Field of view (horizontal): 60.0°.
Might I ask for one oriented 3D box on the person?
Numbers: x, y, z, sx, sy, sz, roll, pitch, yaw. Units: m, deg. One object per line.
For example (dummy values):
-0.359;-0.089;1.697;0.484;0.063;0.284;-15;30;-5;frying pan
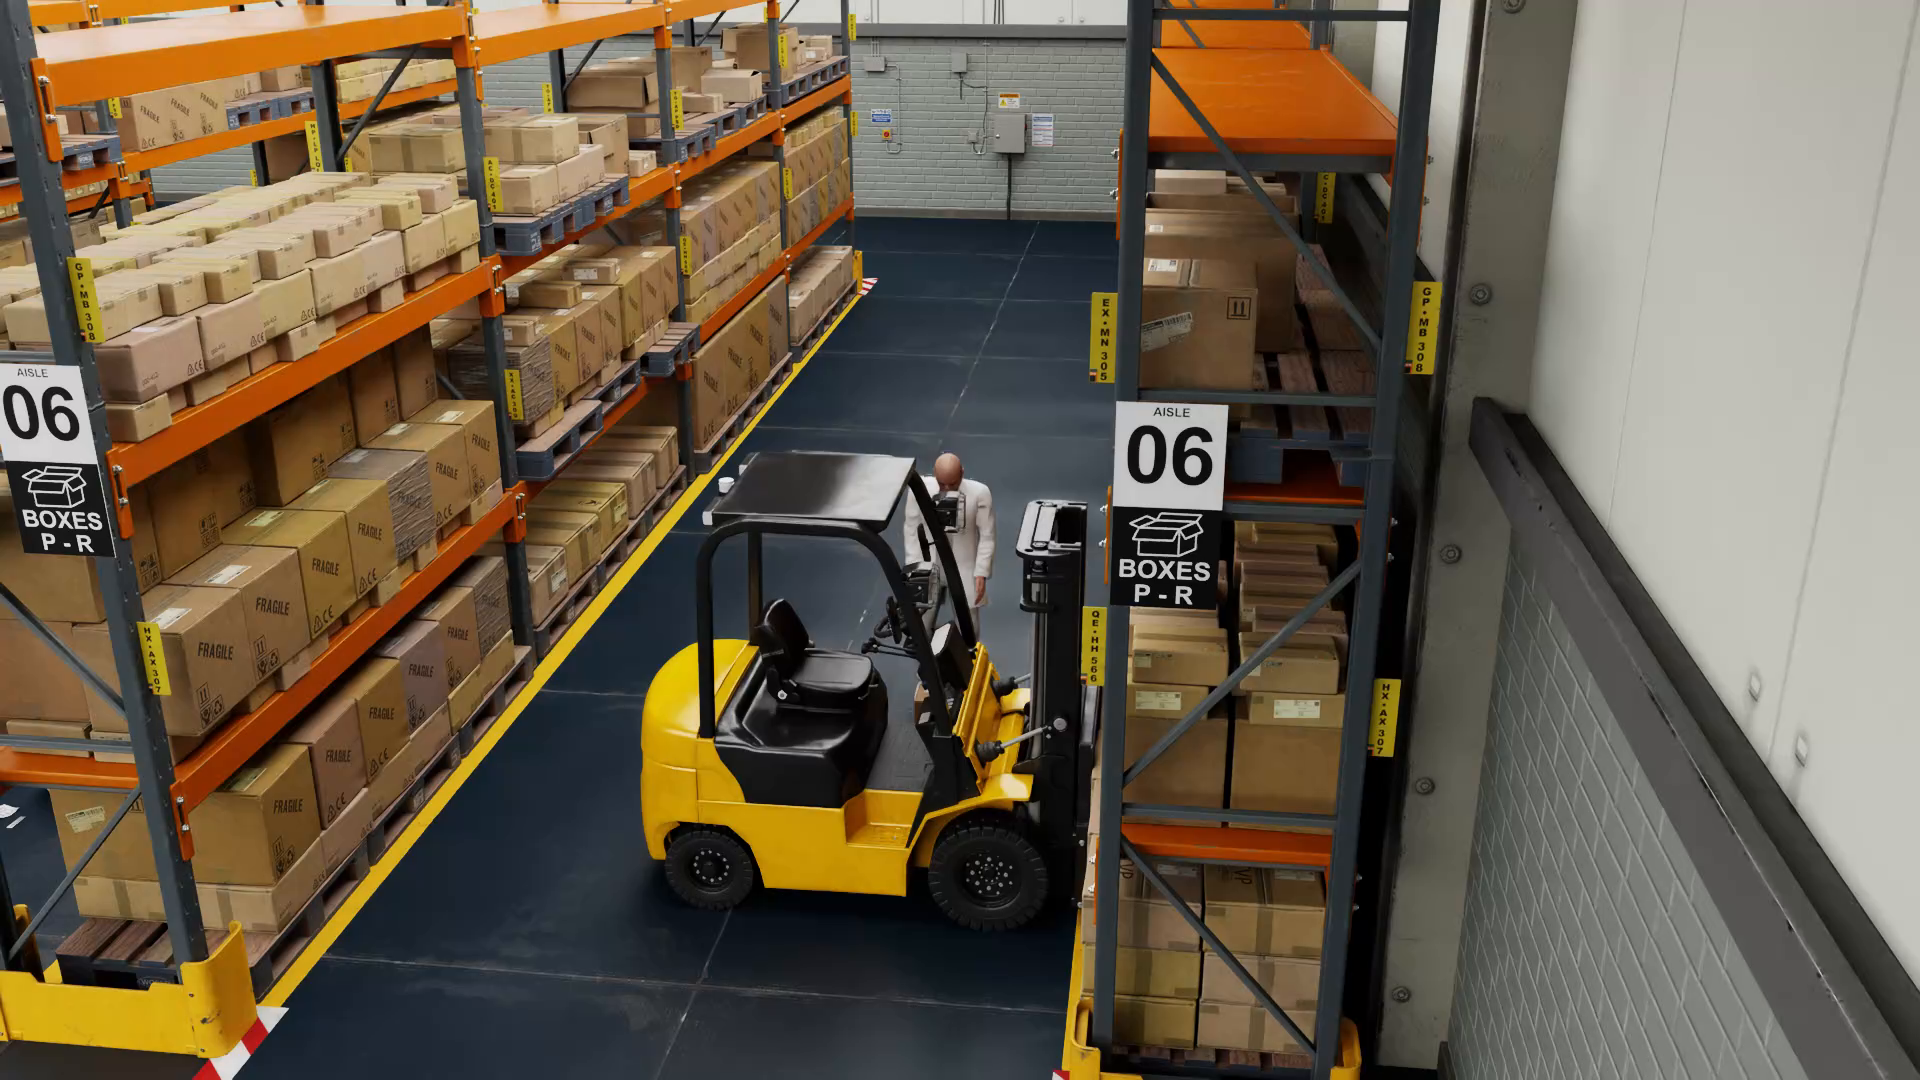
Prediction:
-0.064;0.227;10.643;0.599;1.693;0.459;3;21;8;person
